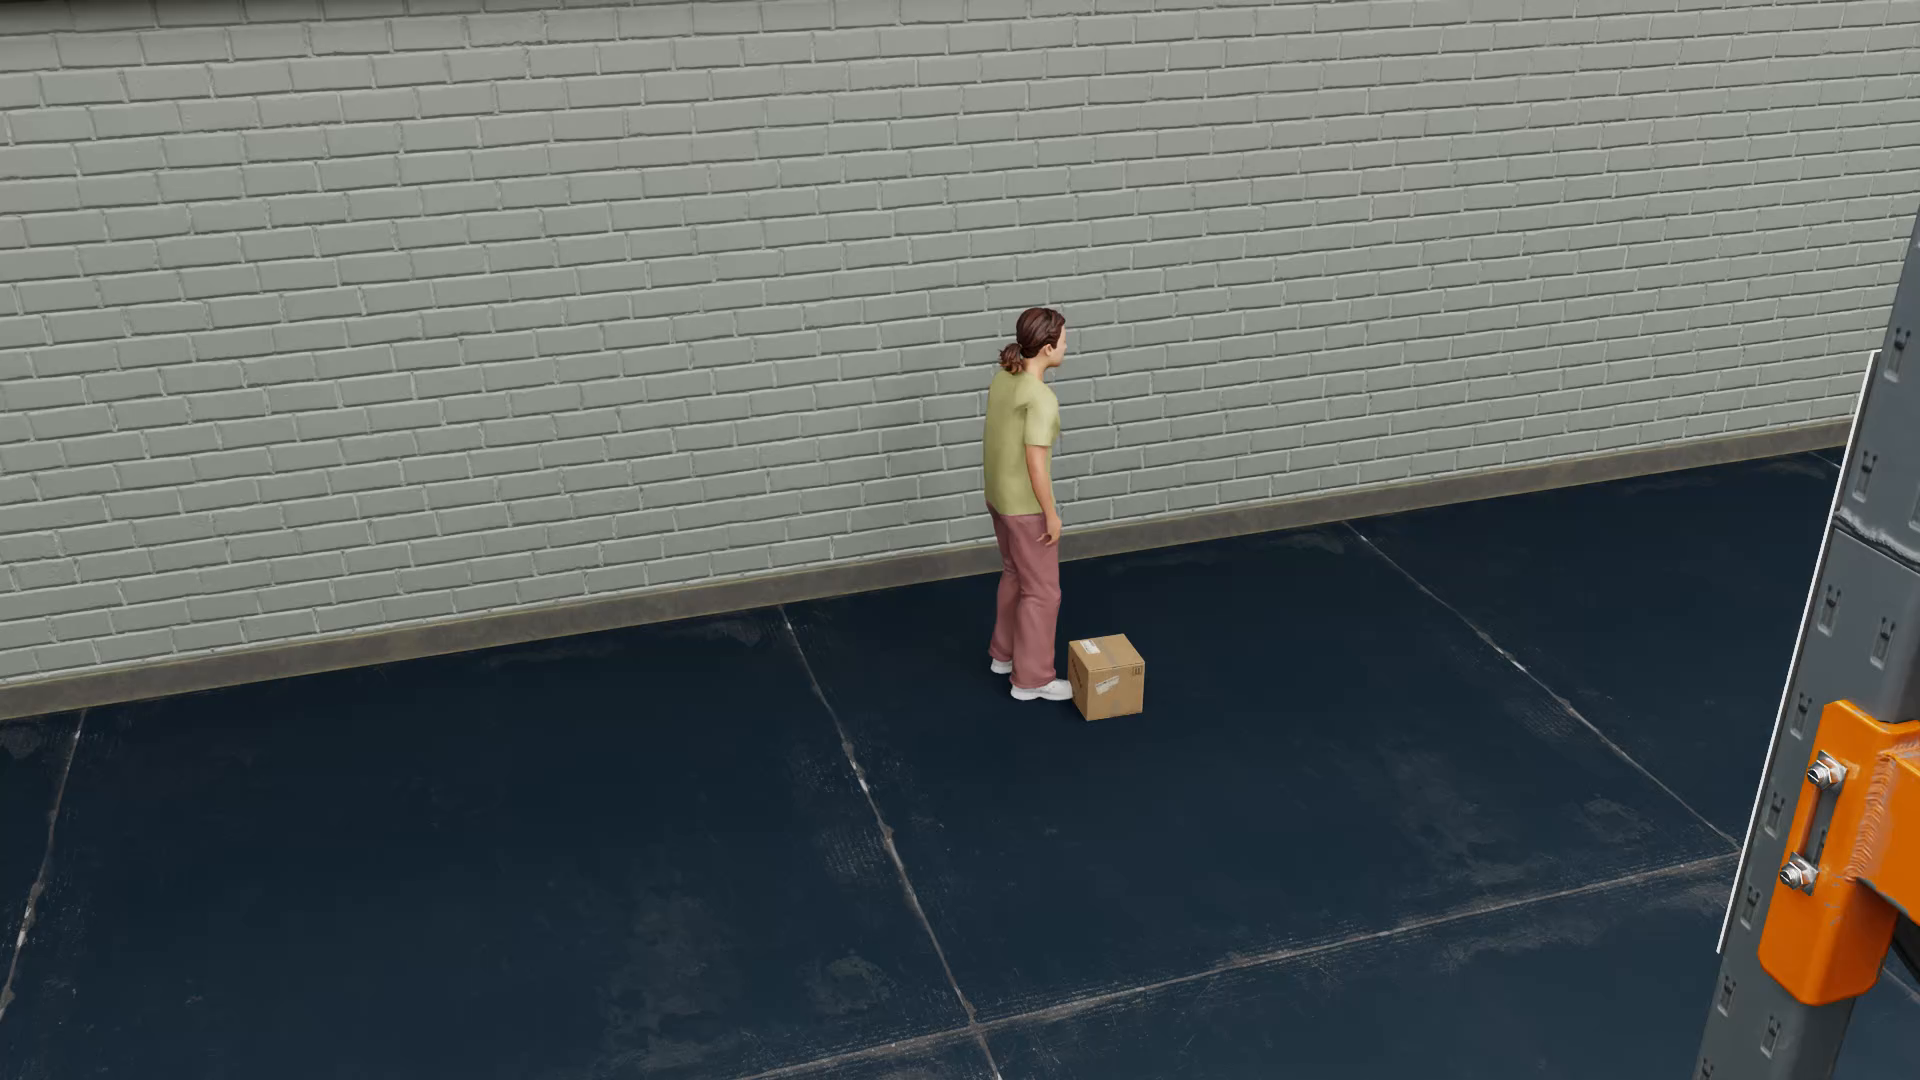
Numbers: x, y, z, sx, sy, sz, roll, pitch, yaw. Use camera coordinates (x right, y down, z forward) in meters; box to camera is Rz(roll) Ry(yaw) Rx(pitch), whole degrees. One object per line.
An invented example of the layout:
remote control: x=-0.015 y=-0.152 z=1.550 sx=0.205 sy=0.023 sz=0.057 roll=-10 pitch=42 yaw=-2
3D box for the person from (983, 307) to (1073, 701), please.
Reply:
person: x=0.287 y=-0.152 z=6.926 sx=0.356 sy=1.669 sz=0.522 roll=-10 pitch=28 yaw=-19
